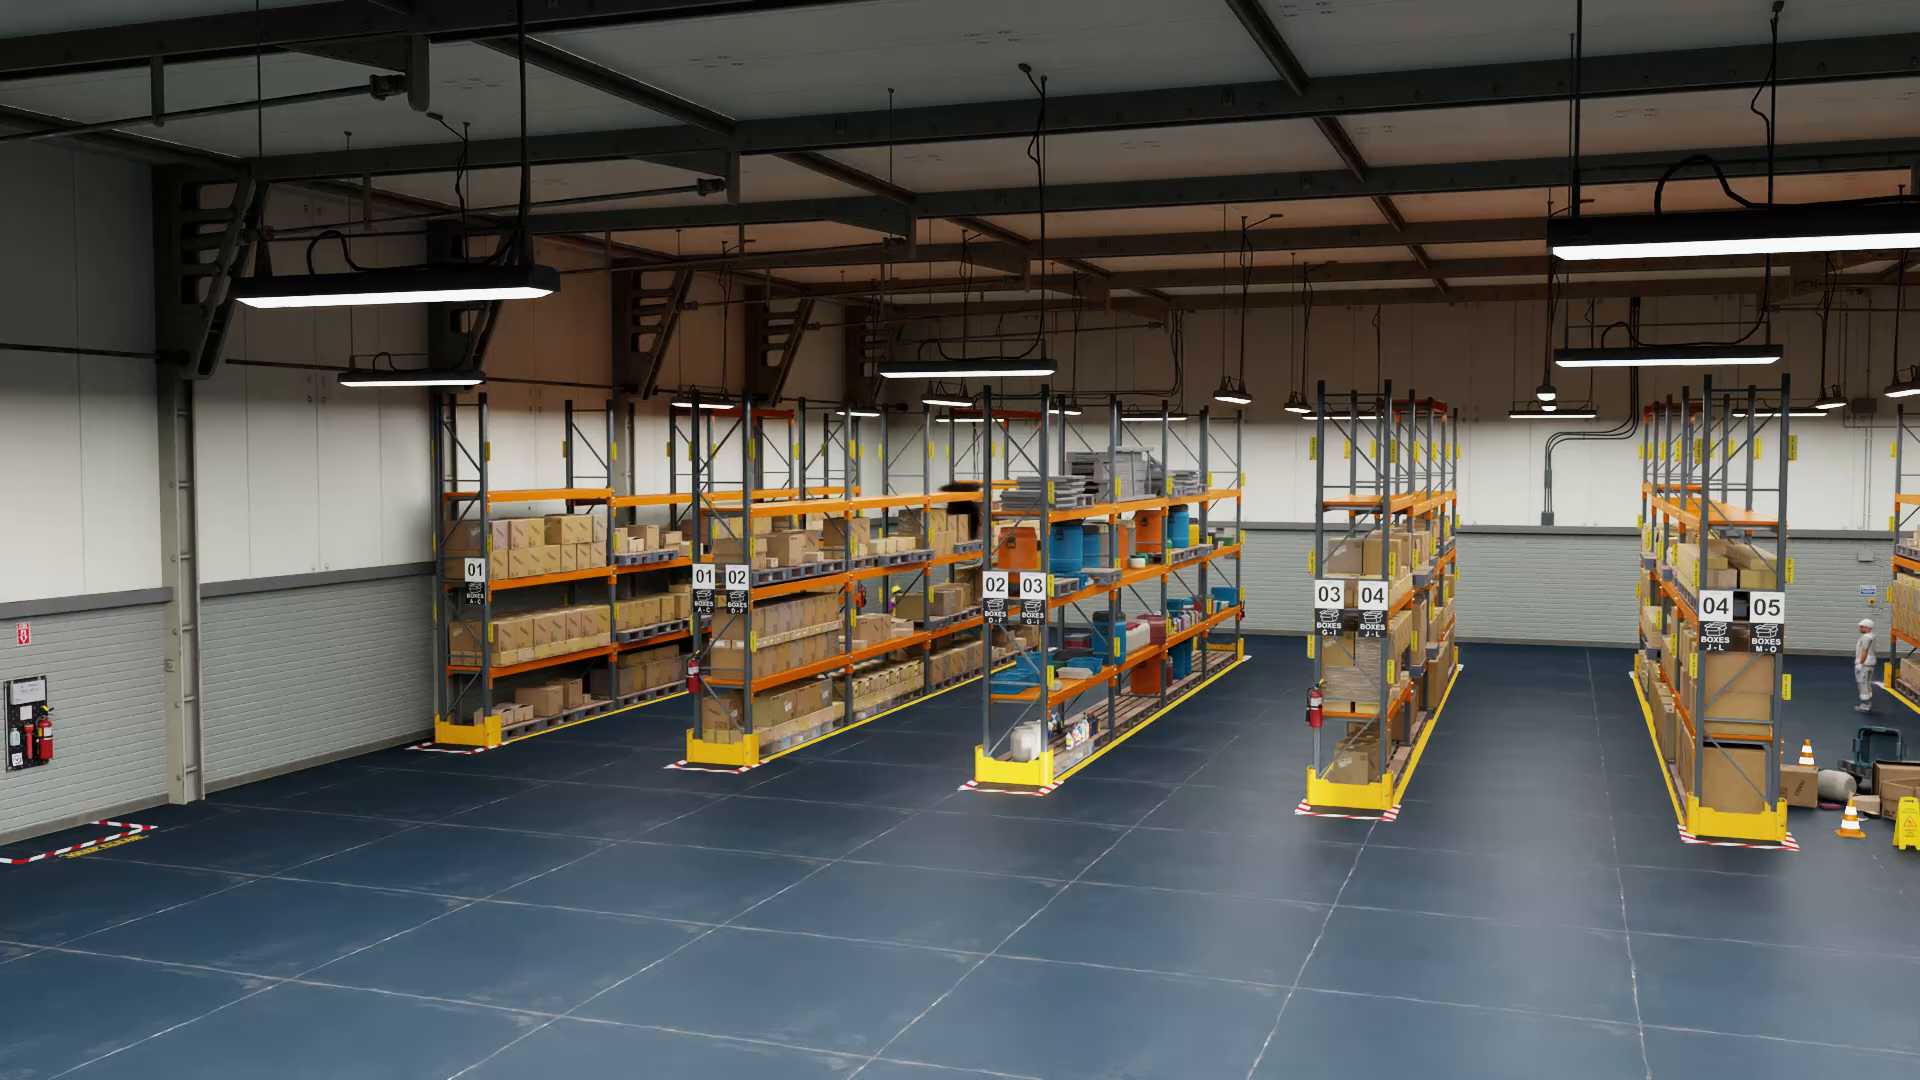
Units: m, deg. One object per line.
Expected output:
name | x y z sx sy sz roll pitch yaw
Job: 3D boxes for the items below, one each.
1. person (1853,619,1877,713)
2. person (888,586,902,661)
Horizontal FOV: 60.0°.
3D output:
person | 17.359 2.413 32.004 0.586 1.791 0.503 -2 4 -31
person | -1.333 1.934 38.213 0.637 1.746 0.523 -1 3 -22
